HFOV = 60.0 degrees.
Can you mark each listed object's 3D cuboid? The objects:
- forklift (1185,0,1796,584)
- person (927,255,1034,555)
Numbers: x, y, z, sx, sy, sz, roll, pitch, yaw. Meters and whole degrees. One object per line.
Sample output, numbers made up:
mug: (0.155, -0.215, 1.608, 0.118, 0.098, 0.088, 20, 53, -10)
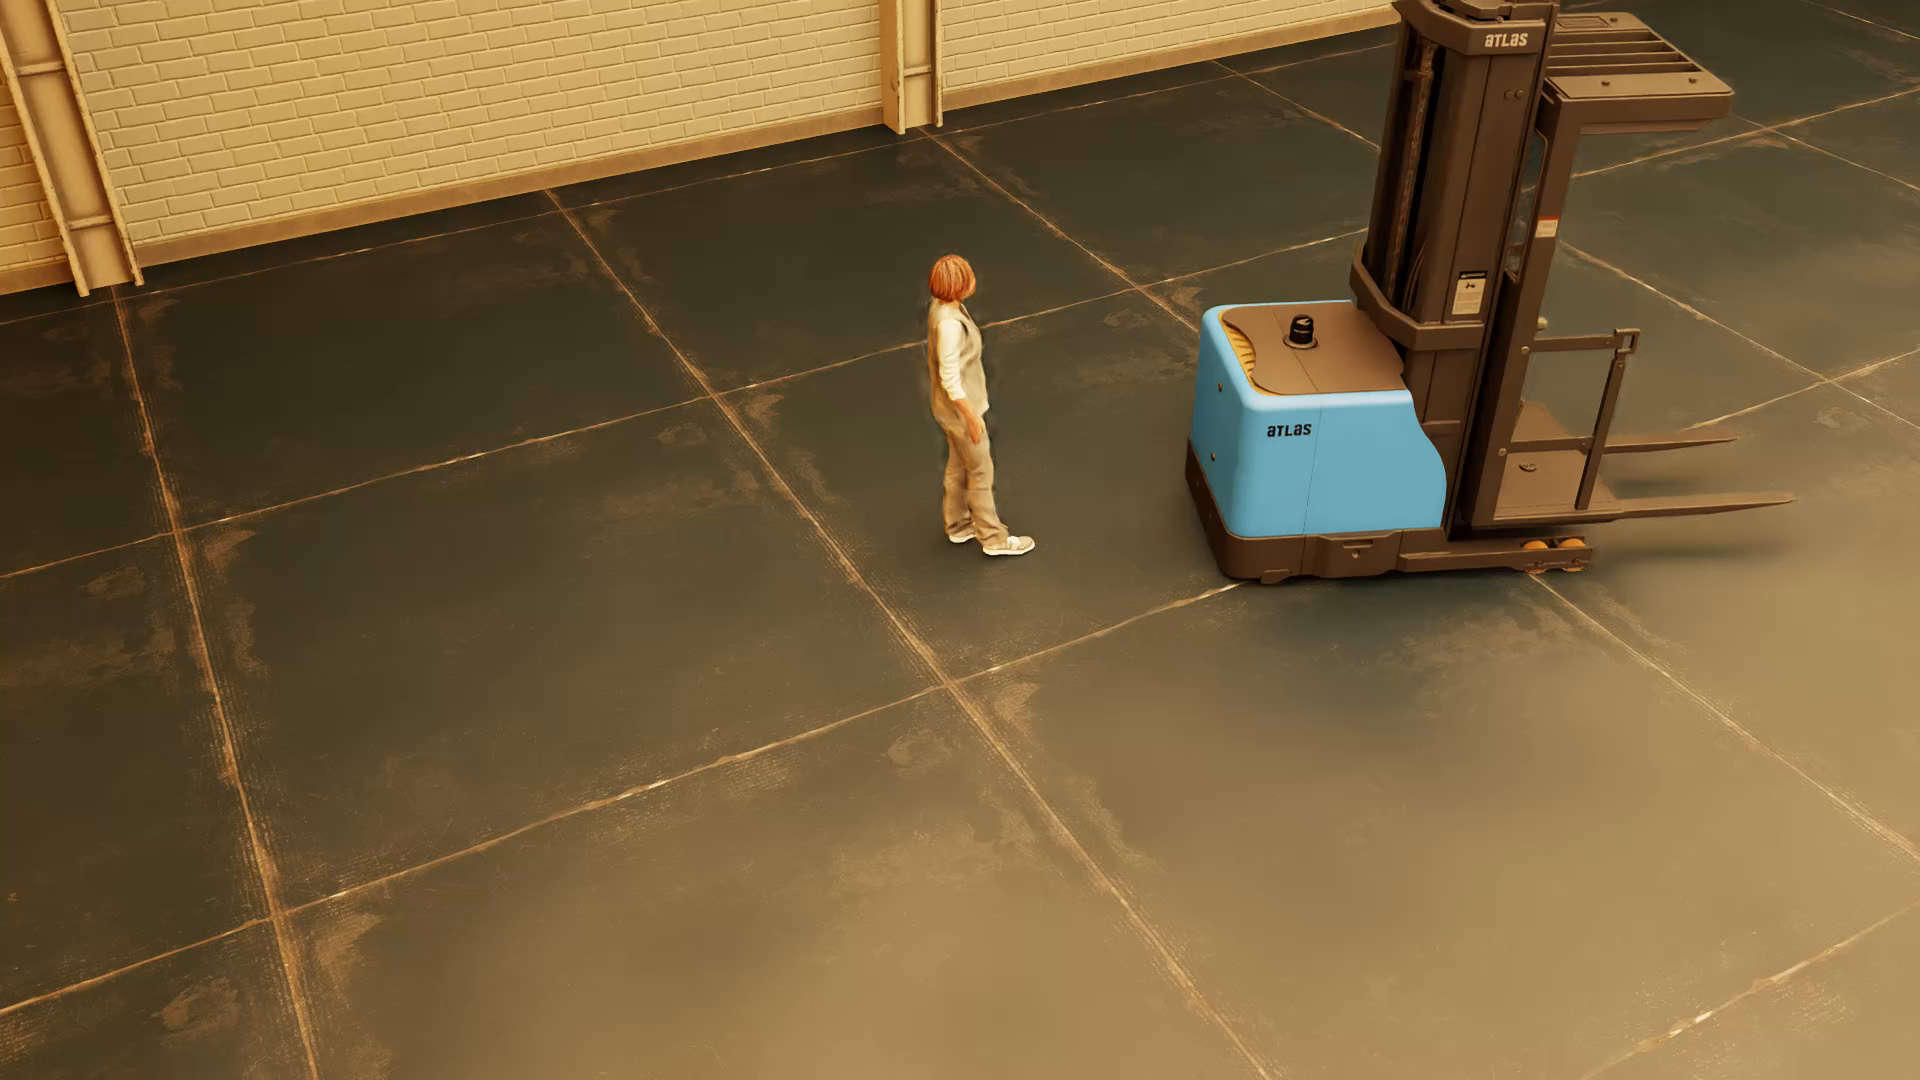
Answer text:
forklift: (2.771, -1.327, 8.001, 3.031, 2.935, 1.130, -3, 35, -5)
person: (0.108, -0.660, 8.212, 0.533, 1.591, 0.497, -3, 35, -4)
